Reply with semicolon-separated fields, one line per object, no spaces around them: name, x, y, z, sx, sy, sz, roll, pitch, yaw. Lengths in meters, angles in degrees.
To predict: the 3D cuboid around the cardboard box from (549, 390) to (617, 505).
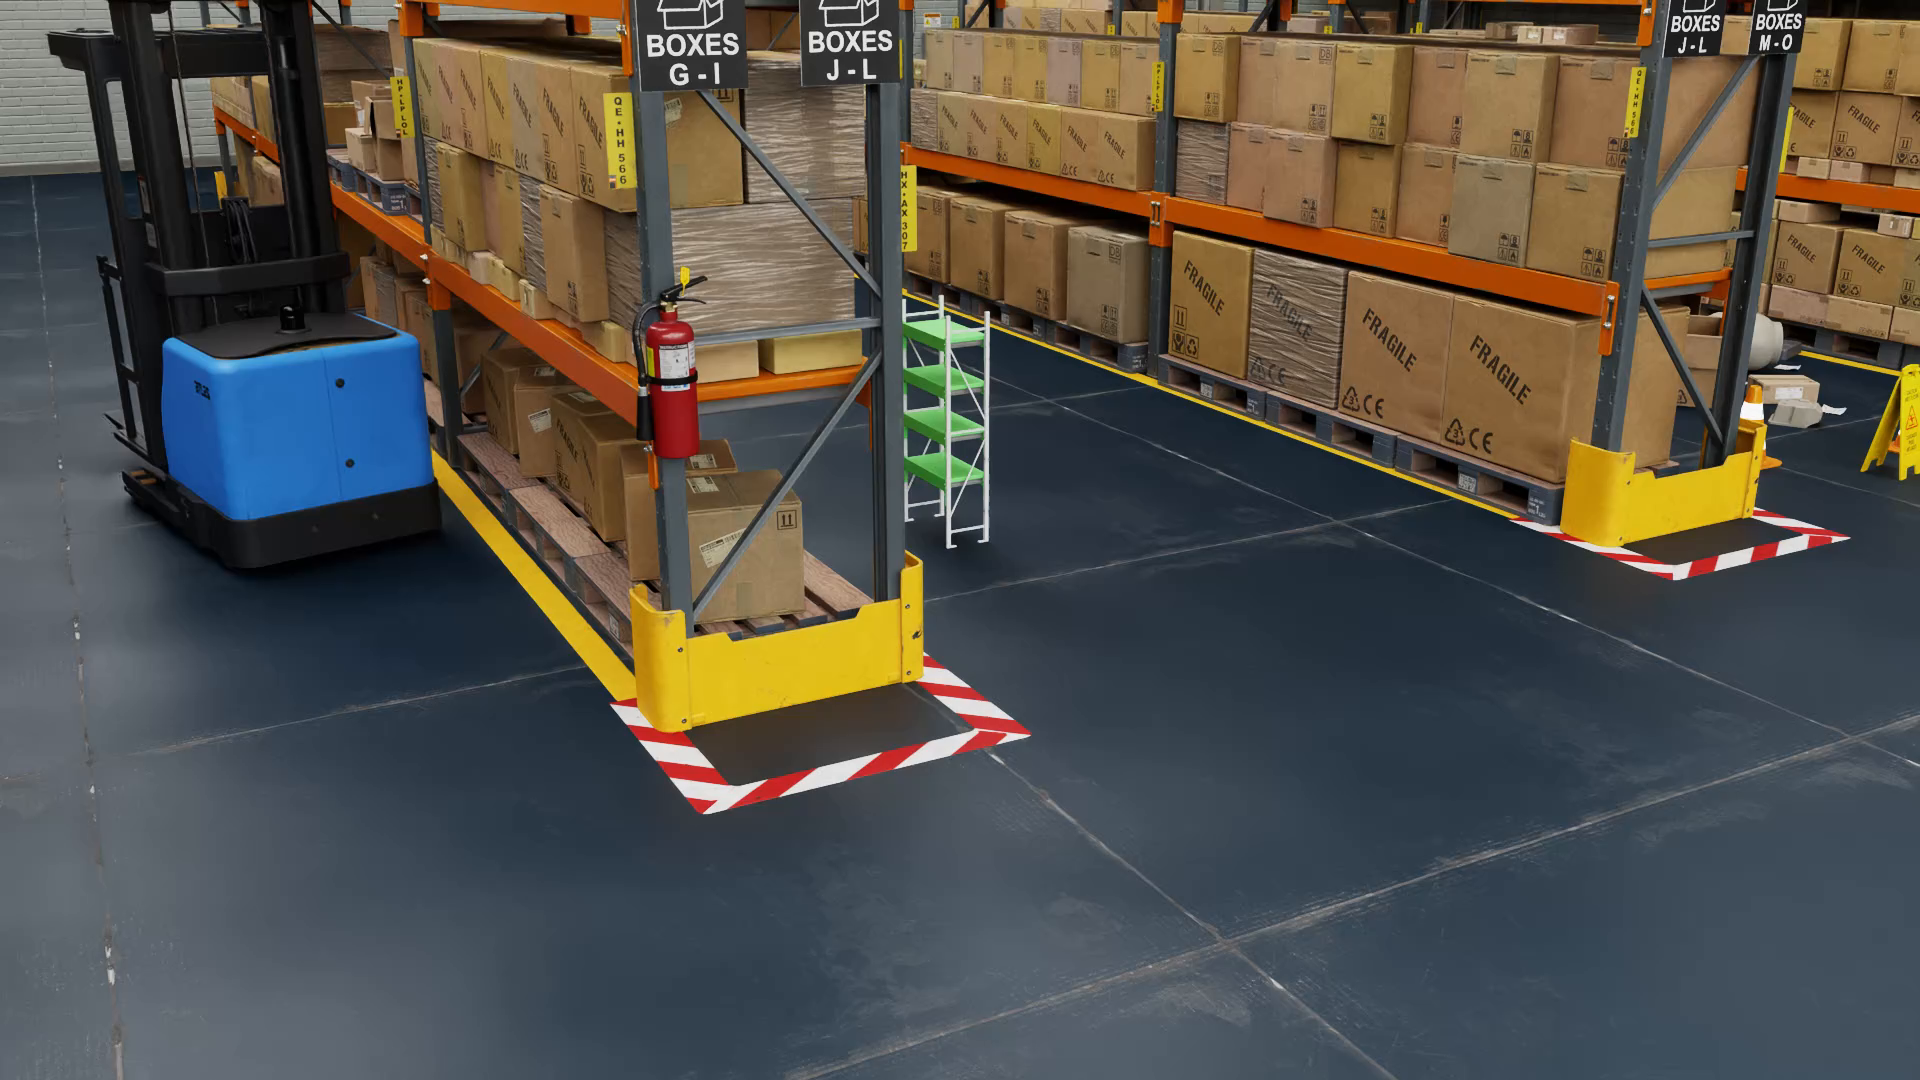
cardboard box;-1.792;-0.494;8.654;0.500;0.500;0.500;-12;22;-31

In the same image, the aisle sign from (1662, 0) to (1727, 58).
aisle sign;3.493;-2.681;7.816;0.394;0.787;0.004;-10;21;-27

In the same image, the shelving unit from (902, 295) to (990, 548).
shelving unit;-0.079;-0.615;8.573;0.258;1.200;0.503;-10;21;-27

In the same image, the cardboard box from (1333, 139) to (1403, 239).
cardboard box;2.783;-2.170;10.090;0.875;0.550;0.500;-10;21;-27

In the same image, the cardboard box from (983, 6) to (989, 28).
cardboard box;0.662;-7.098;22.918;0.500;0.500;0.500;-11;22;-28

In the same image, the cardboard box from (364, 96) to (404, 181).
cardboard box;-3.494;-2.658;10.935;0.797;0.503;0.637;-8;20;-21

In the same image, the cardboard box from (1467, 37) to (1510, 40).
cardboard box;5.189;-4.619;16.164;0.500;0.500;0.500;-12;22;-30

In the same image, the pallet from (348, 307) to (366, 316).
pallet;-4.797;-1.996;14.092;1.003;0.211;1.213;-10;21;-27

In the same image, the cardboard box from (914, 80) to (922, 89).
cardboard box;-0.259;-4.283;15.730;0.380;0.149;0.250;-9;21;-24

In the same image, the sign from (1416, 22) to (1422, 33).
sign;6.226;-6.852;22.563;0.100;0.325;0.005;-10;21;-27

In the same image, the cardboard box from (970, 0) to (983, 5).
cardboard box;0.359;-7.589;23.346;0.380;0.149;0.250;-9;21;-26

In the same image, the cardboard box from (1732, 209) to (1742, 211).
cardboard box;6.174;-2.505;13.714;0.500;0.500;0.500;-9;21;-24

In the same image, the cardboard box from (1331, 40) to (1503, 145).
cardboard box;2.726;-2.670;9.885;0.875;0.550;0.500;-10;21;-27

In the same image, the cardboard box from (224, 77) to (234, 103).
cardboard box;-7.557;-4.821;17.777;0.500;0.250;0.500;-10;22;-28

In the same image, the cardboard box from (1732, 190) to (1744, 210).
cardboard box;6.181;-2.766;13.477;0.380;0.149;0.250;-10;21;-26

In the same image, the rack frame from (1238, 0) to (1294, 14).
rack frame;4.800;-7.677;26.282;1.000;3.000;0.127;-10;21;-27

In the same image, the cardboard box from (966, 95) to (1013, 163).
cardboard box;0.383;-3.401;13.737;0.500;0.500;0.500;-10;21;-27

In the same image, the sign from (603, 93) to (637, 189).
sign;-1.188;-1.396;5.819;0.100;0.325;0.005;-10;21;-27

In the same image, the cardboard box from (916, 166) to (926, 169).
cardboard box;-0.431;-3.568;16.411;0.500;0.250;0.500;-10;22;-27

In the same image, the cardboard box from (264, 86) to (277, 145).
cardboard box;-5.913;-3.813;14.929;0.500;0.500;0.500;-11;22;-28

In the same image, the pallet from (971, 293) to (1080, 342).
pallet;0.808;-1.909;13.841;1.003;0.211;1.213;-10;21;-27

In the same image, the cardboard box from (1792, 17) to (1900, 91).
cardboard box;6.588;-3.665;12.512;0.700;0.500;0.500;-11;22;-28

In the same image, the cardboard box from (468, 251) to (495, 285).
cardboard box;-2.292;-1.411;8.507;0.380;0.149;0.250;-10;21;-27

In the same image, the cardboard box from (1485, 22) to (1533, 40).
cardboard box;5.258;-4.878;15.922;0.380;0.149;0.250;-11;22;-29

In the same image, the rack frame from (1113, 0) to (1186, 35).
rack frame;2.333;-5.759;20.723;1.000;3.000;0.127;-10;21;-27

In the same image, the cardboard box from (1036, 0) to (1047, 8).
cardboard box;1.225;-7.070;21.841;0.380;0.149;0.250;-10;21;-27

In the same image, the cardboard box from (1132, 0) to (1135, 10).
cardboard box;2.276;-6.788;21.023;0.380;0.149;0.250;-10;21;-26

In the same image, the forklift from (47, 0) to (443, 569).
forklift;-4.021;-1.654;8.931;1.130;2.935;3.031;-15;24;-38

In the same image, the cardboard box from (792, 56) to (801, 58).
cardboard box;-1.578;-4.769;16.683;0.380;0.149;0.250;-9;21;-25

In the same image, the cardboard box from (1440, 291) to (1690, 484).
cardboard box;3.343;-0.897;9.247;0.875;0.875;0.875;-10;21;-26

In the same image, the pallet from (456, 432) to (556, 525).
pallet;-2.239;-0.422;9.531;1.003;0.211;1.213;-10;21;-27

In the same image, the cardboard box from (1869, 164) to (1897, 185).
cardboard box;6.957;-2.712;12.277;0.380;0.149;0.250;-10;21;-27

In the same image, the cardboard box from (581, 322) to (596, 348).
cardboard box;-1.394;-0.920;7.085;0.380;0.149;0.250;-10;21;-27

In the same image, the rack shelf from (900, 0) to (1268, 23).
rack shelf;0.874;-4.319;13.054;1.077;0.370;4.000;-10;21;-27

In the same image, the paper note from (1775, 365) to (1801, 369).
paper note;6.126;-1.284;12.305;0.148;0.019;0.142;16;25;39

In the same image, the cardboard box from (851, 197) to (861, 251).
cardboard box;-0.862;-3.130;16.292;0.500;0.500;0.500;-9;21;-24

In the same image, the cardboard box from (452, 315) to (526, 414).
cardboard box;-2.862;-1.134;10.476;0.700;0.500;0.500;-12;22;-31

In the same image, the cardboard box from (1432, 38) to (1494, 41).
cardboard box;4.754;-4.532;15.915;0.500;0.500;0.500;-10;21;-26

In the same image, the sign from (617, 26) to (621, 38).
sign;-4.352;-6.437;21.360;0.100;0.325;0.005;-10;21;-27

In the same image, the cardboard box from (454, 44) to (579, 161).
cardboard box;-2.124;-2.133;8.071;0.500;0.500;0.500;-10;21;-27

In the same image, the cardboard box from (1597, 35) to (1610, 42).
cardboard box;7.661;-6.068;20.816;0.797;0.503;0.637;-11;22;-28

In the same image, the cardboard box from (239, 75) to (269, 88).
cardboard box;-6.842;-4.739;16.391;0.500;0.500;0.500;-9;21;-25

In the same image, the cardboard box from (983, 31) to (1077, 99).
cardboard box;0.615;-3.913;13.686;0.700;0.500;0.500;-10;22;-27

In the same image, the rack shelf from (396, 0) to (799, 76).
rack shelf;-1.640;-2.431;7.584;1.077;0.370;4.000;-10;21;-27

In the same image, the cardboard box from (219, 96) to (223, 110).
cardboard box;-8.040;-4.879;18.558;0.380;0.149;0.250;-10;22;-27

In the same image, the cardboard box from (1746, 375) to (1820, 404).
cardboard box;5.632;-1.030;11.388;0.380;0.149;0.250;1;19;2

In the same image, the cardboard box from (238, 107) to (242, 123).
cardboard box;-7.188;-4.364;17.064;0.380;0.149;0.250;-10;21;-26

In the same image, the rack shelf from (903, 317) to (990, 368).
rack shelf;-0.079;-1.008;8.438;0.258;0.148;0.480;-10;21;-27

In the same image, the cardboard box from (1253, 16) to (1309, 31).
cardboard box;3.506;-5.385;17.952;0.500;0.500;0.500;-10;21;-26

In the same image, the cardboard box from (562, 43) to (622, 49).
cardboard box;-1.658;-2.215;8.309;0.500;0.500;0.500;-10;21;-27

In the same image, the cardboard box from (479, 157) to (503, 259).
cardboard box;-1.898;-1.700;8.350;0.875;0.500;0.500;-10;21;-27

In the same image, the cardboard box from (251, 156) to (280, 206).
cardboard box;-6.067;-3.238;16.029;1.225;0.875;0.875;-10;21;-26

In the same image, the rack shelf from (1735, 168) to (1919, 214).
rack shelf;7.082;-2.549;12.521;1.077;0.370;4.000;-10;21;-27
